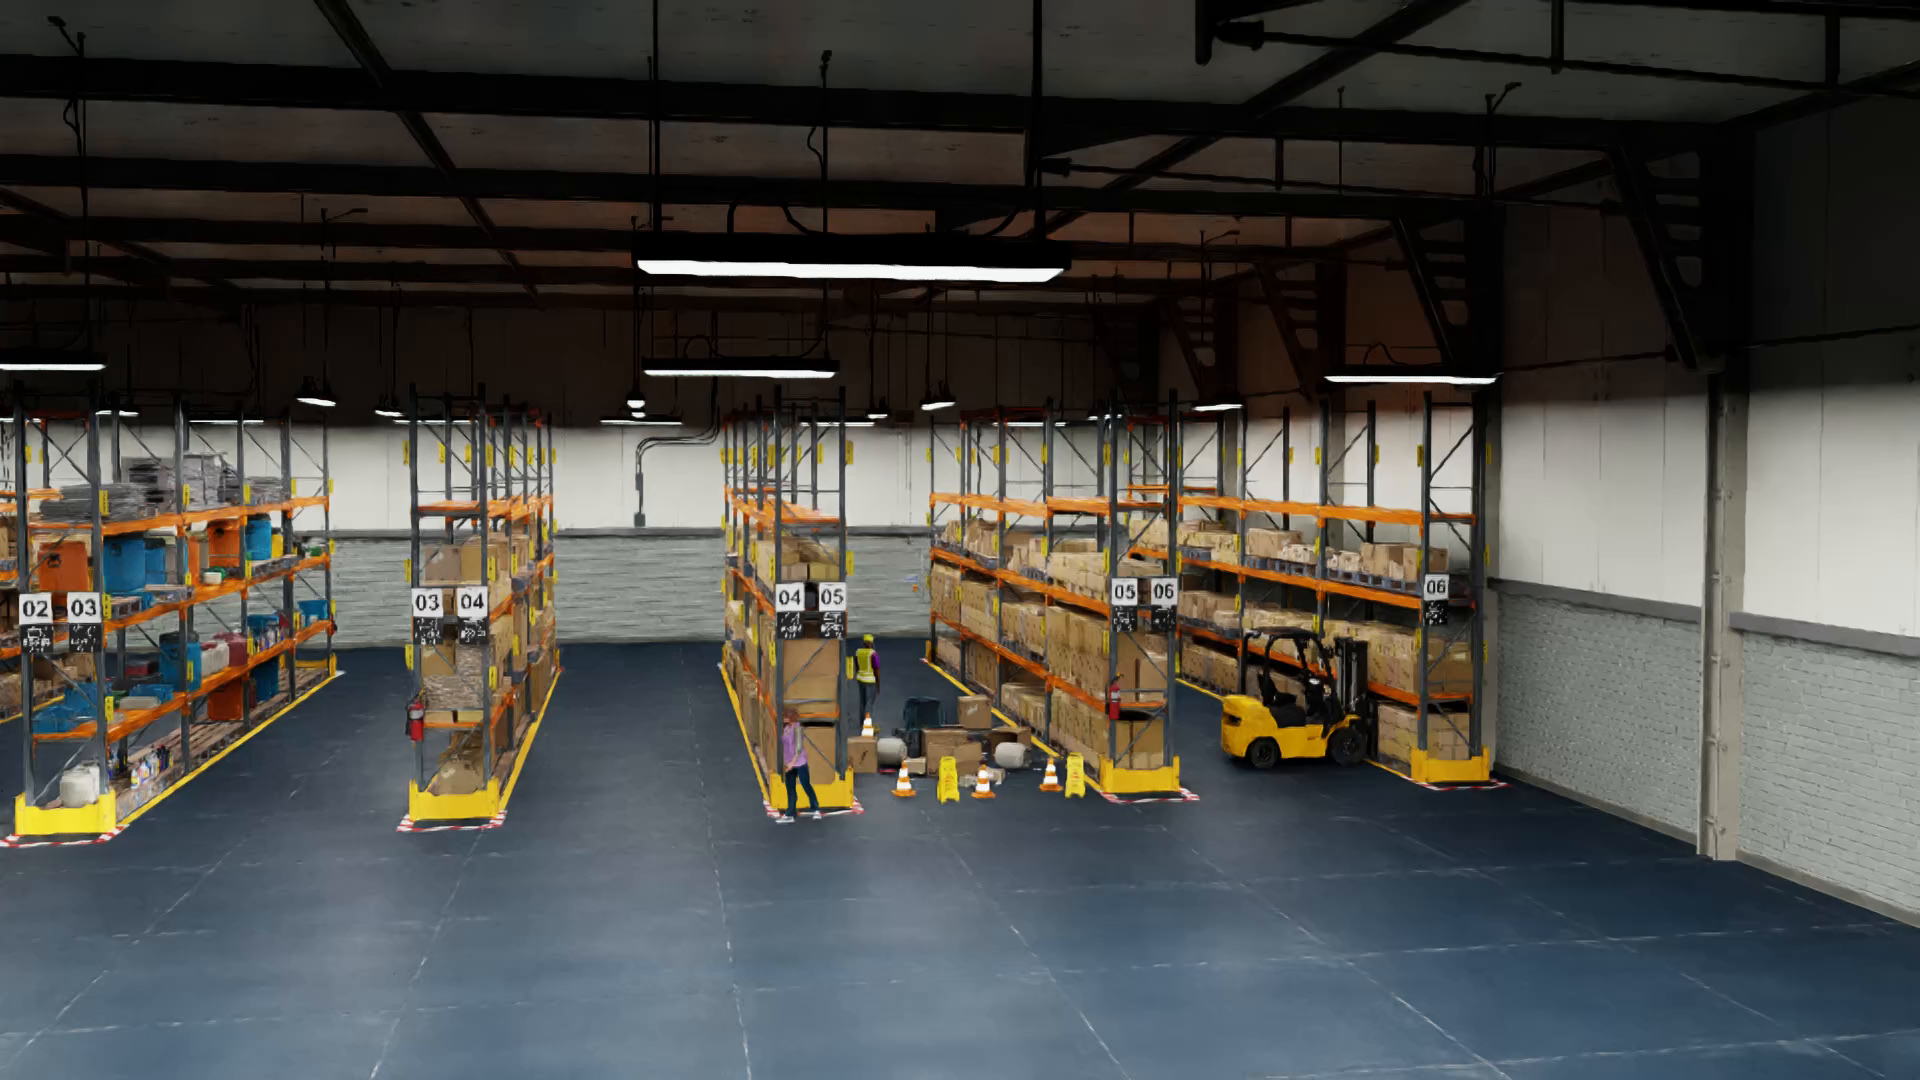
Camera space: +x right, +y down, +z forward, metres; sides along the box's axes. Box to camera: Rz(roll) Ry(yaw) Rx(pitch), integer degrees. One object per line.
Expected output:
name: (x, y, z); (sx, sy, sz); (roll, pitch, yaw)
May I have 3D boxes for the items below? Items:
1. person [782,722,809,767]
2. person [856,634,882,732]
person: (-2.254, 2.776, 22.703); (0.343, 0.592, 0.425); (-2, 4, -39)
person: (-1.619, 2.572, 30.171); (0.447, 1.768, 0.489); (-3, 4, -42)
